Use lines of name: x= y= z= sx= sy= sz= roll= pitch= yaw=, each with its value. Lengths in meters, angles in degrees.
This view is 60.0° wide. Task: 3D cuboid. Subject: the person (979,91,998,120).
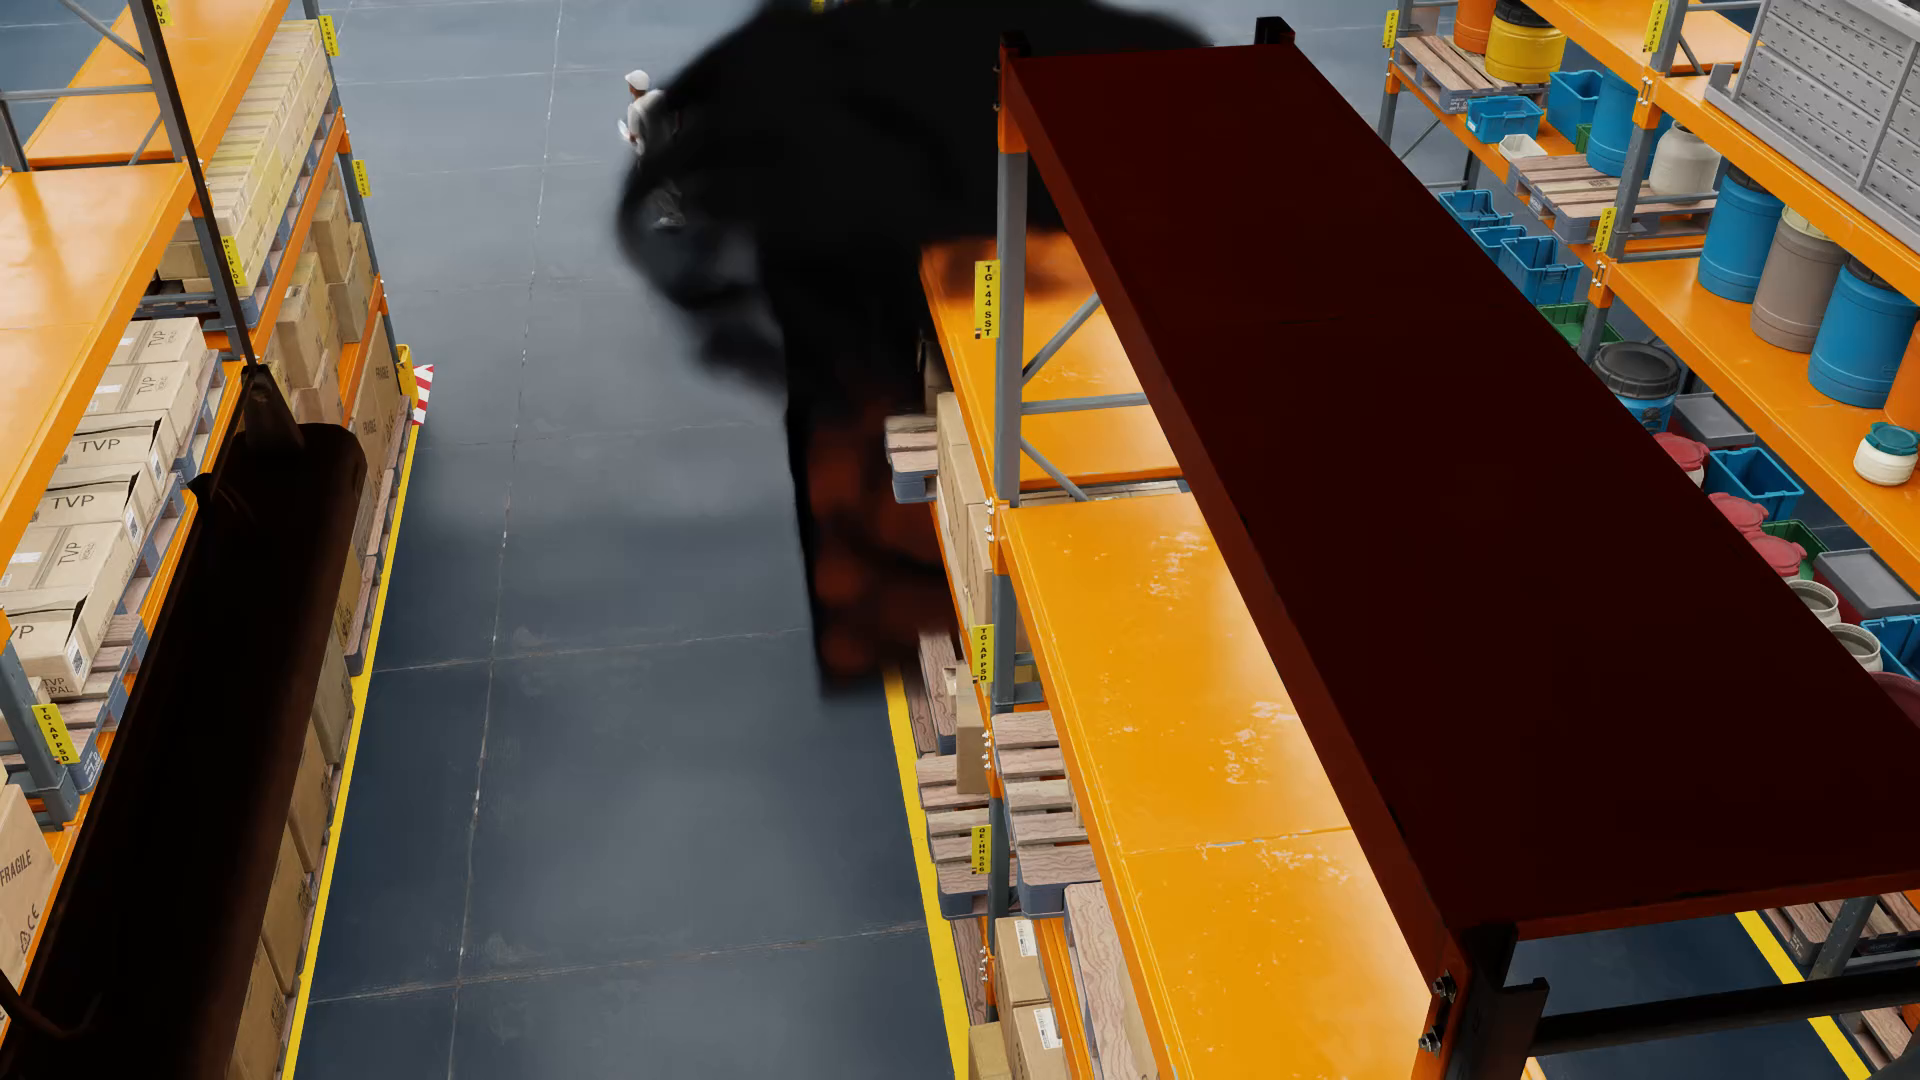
person: x=0.166 y=-3.839 z=17.232 sx=0.665 sy=1.715 sz=0.697 roll=11 pitch=38 yaw=15

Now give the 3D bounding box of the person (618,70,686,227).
person: x=-3.288 y=-4.164 z=17.645 sx=0.659 sy=1.709 sz=0.677 roll=17 pitch=40 yaw=22
